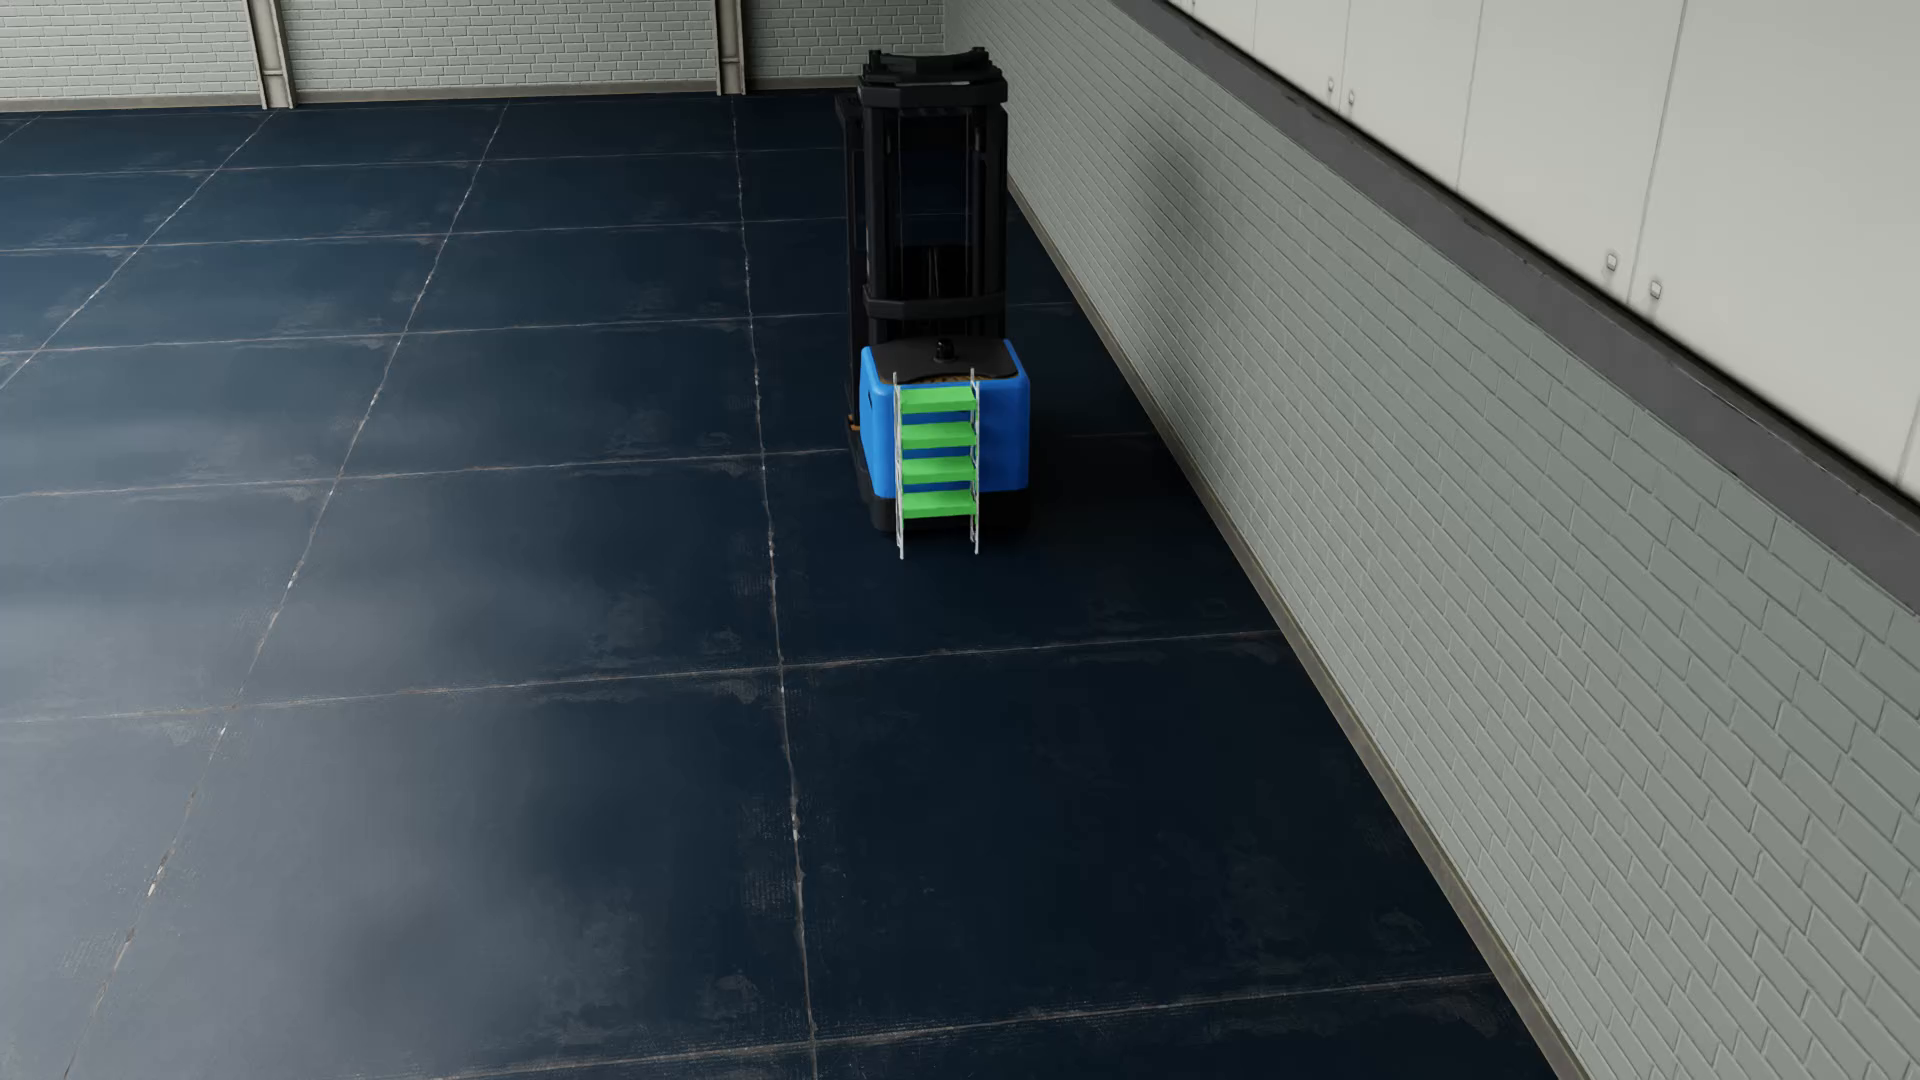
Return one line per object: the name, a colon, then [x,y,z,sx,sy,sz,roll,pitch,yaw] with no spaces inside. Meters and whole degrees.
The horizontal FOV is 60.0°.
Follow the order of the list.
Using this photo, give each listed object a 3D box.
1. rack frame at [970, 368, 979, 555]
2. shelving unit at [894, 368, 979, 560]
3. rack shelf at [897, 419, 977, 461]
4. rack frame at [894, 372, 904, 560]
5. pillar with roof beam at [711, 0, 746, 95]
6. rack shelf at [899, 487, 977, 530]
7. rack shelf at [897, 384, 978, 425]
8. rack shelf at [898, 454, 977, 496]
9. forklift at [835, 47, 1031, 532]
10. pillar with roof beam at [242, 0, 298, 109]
rack frame: [0.094,-0.491,10.596,0.015,1.200,0.240,-4,27,-8]
shelving unit: [-0.147,-0.475,10.563,0.503,1.200,0.258,-4,27,-8]
rack shelf: [-0.147,-0.631,10.483,0.480,0.148,0.258,-4,27,-8]
rack frame: [-0.388,-0.458,10.530,0.015,1.200,0.240,-4,27,-8]
pillar with roof beam: [-2.565,-8.256,17.186,0.400,9.000,9.100,-4,27,-7]
rack shelf: [-0.147,-0.204,10.702,0.480,0.148,0.258,-4,27,-8]
rack shelf: [-0.147,-0.845,10.373,0.480,0.148,0.258,-4,27,-8]
rack shelf: [-0.147,-0.418,10.592,0.480,0.148,0.258,-4,27,-8]
forklift: [-0.263,-2.004,11.648,1.130,2.935,3.031,-4,27,-8]
pillar with roof beam: [-8.506,-7.875,16.442,0.400,9.000,9.100,-4,27,-7]
